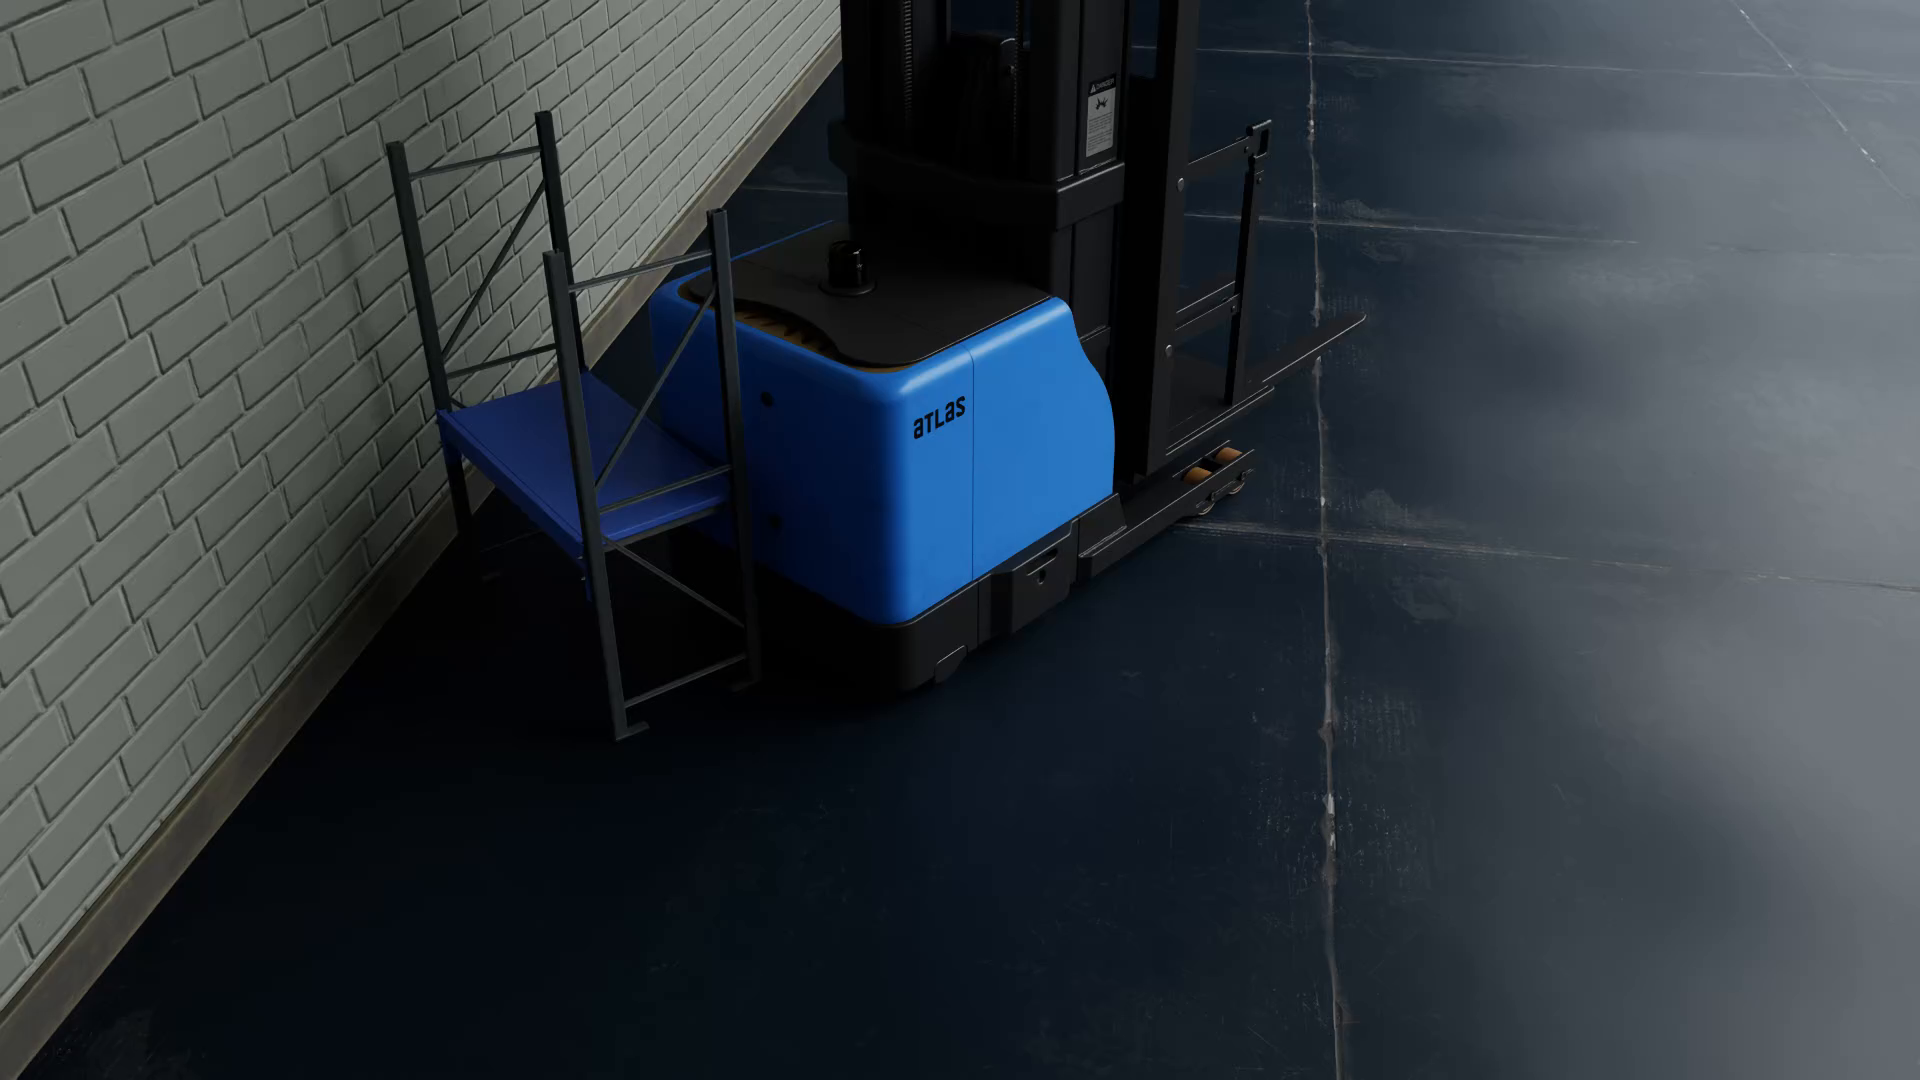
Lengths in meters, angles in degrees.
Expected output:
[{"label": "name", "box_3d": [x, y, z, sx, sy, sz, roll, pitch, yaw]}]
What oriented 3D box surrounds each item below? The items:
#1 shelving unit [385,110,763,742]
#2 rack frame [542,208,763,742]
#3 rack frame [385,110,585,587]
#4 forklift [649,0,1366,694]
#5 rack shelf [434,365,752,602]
[{"label": "shelving unit", "box_3d": [-1.117, -0.351, 4.897, 0.538, 1.500, 1.048, -22, 38, -31]}, {"label": "rack frame", "box_3d": [-0.808, -0.137, 4.555, 0.500, 1.500, 0.032, -22, 38, -31]}, {"label": "rack frame", "box_3d": [-1.425, -0.565, 5.239, 0.500, 1.500, 0.032, -22, 38, -31]}, {"label": "forklift", "box_3d": [0.412, -1.490, 5.368, 1.130, 2.935, 3.031, 25, 40, 34]}, {"label": "rack shelf", "box_3d": [-1.117, -0.198, 4.992, 0.538, 0.185, 1.000, -22, 38, -31]}]
